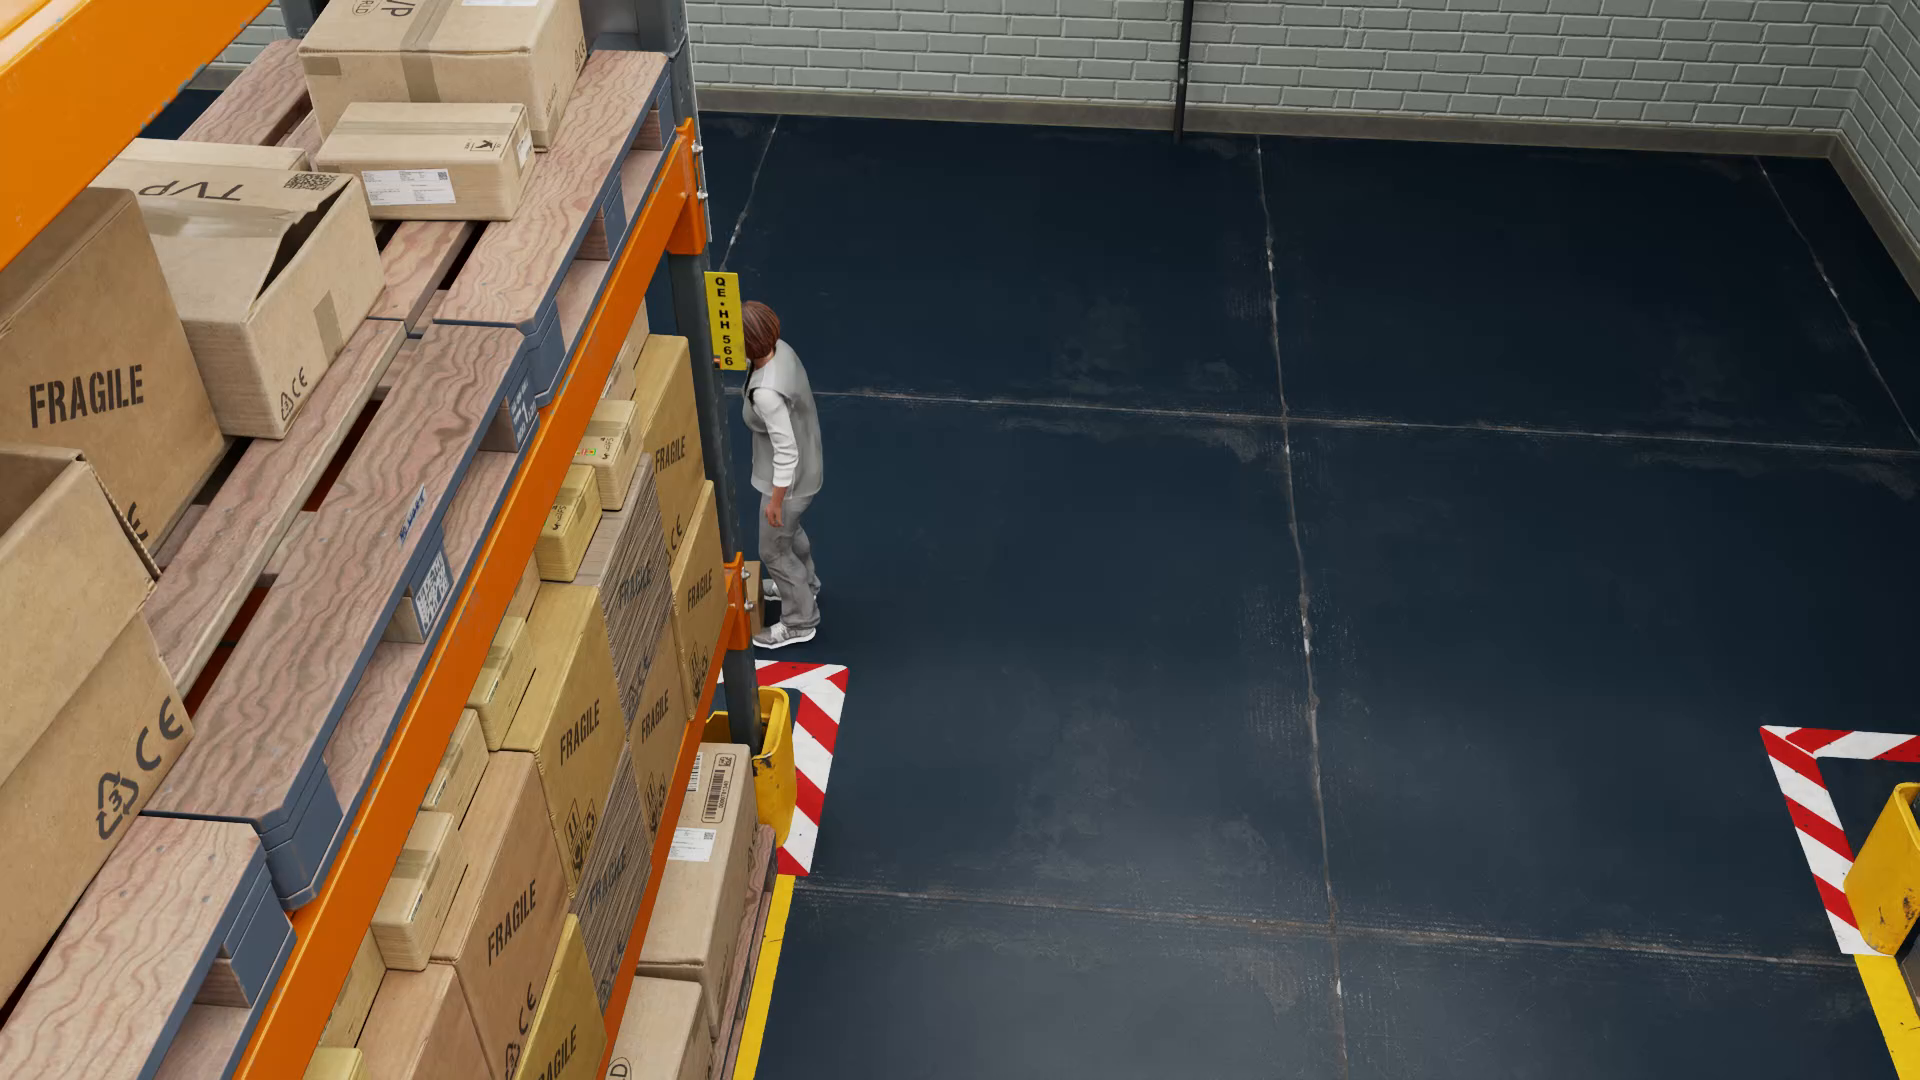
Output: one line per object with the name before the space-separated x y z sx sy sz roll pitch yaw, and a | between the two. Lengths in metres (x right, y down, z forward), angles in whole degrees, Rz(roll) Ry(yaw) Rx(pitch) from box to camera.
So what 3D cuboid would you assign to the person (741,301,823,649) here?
person | -0.702 -0.255 6.465 0.347 1.590 0.472 -3 41 -3
